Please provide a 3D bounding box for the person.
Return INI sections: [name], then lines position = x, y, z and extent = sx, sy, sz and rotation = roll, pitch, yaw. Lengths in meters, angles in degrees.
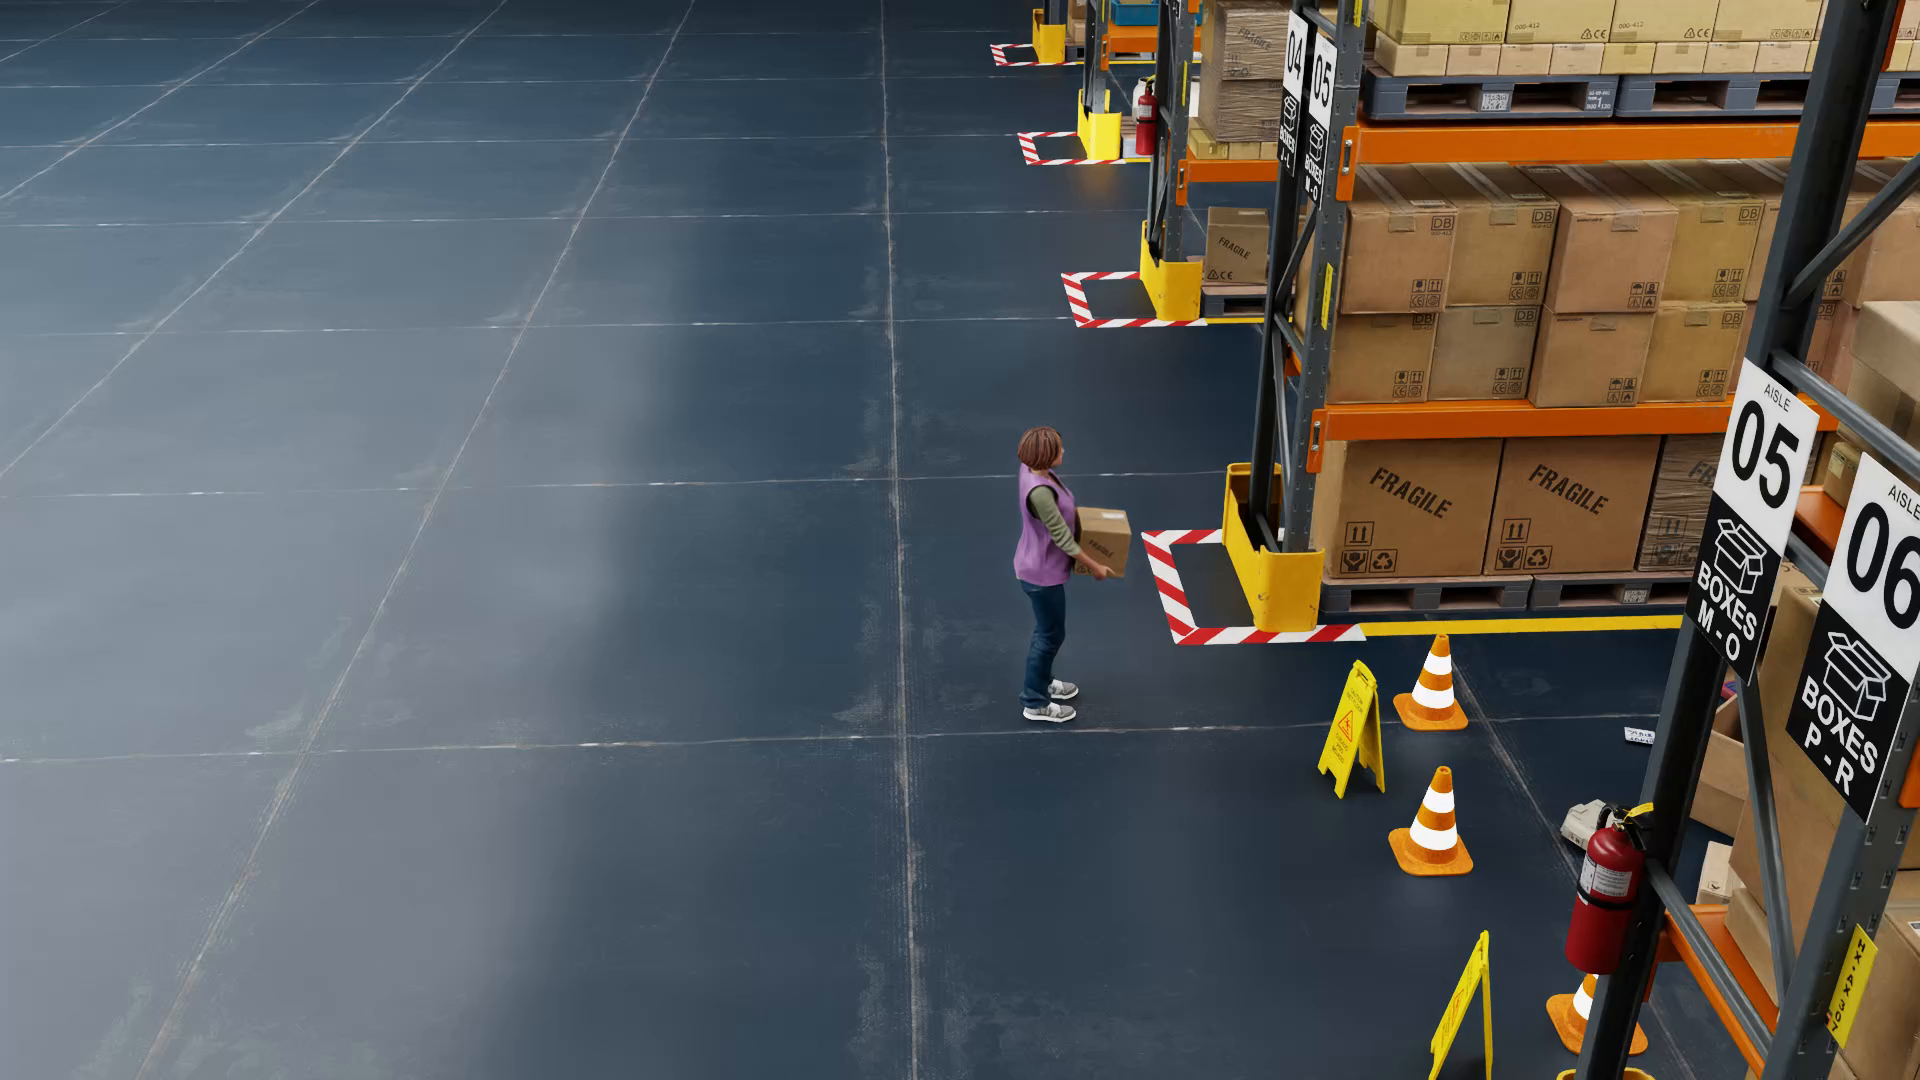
[person]
position = 0.513, 0.176, 8.335
extent = 0.490, 1.568, 0.405
rotation = -1, 28, -2
